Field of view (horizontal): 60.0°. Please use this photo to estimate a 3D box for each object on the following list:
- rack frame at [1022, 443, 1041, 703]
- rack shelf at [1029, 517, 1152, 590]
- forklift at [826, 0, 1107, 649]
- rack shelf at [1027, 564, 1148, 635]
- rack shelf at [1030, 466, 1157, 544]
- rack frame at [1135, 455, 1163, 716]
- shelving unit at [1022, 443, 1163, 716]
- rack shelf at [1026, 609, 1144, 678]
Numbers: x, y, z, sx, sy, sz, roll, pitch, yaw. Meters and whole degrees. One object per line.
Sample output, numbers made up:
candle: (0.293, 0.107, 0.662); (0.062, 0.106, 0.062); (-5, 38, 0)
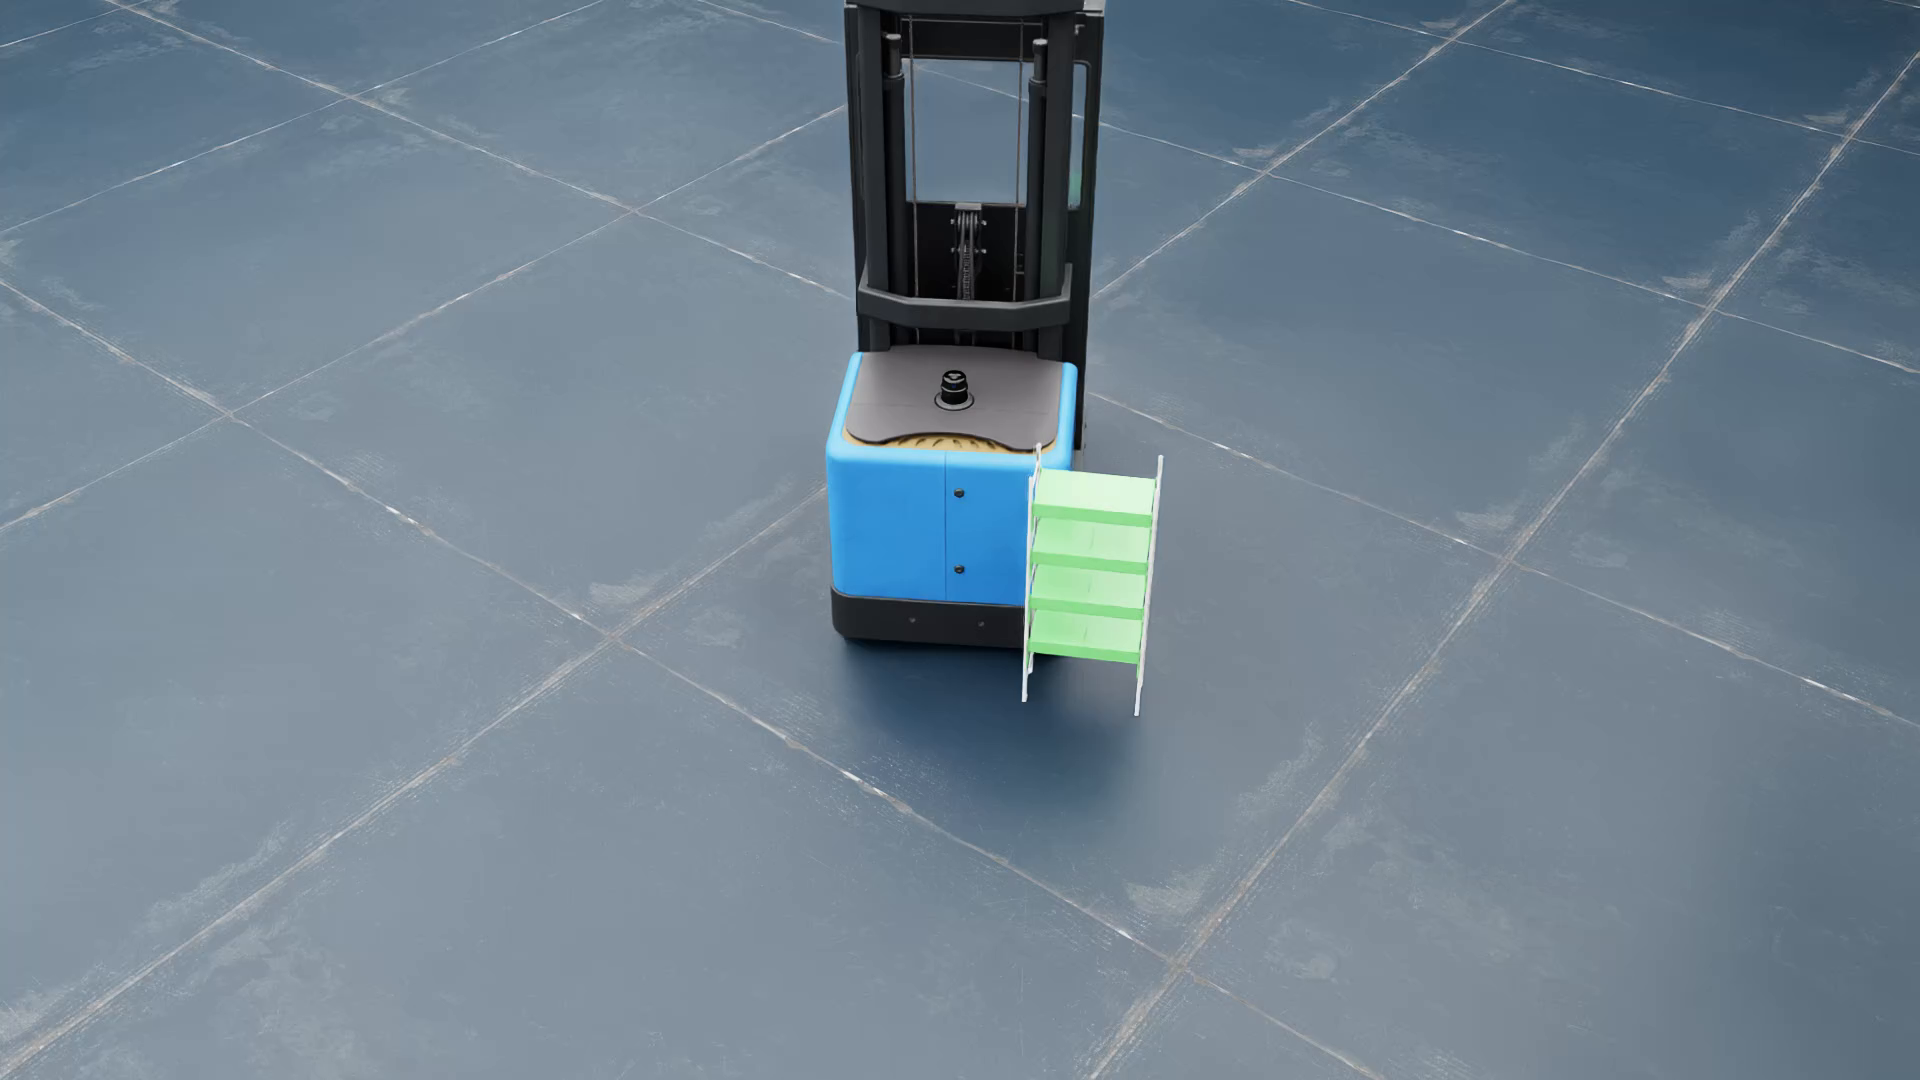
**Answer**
rack frame: (0.297, 0.160, 6.934); (0.015, 1.200, 0.240); (6, 38, 8)
rack shelf: (0.537, 0.046, 6.793); (0.480, 0.148, 0.258); (6, 38, 8)
forklift: (0.083, -1.563, 7.730); (1.130, 2.935, 3.031); (3, 38, 4)
rack shelf: (0.537, 0.235, 6.941); (0.480, 0.148, 0.258); (6, 38, 8)
rack shelf: (0.537, -0.143, 6.645); (0.480, 0.148, 0.258); (6, 38, 8)
rack frame: (0.778, 0.210, 6.870); (0.015, 1.200, 0.240); (6, 38, 8)
shelving unit: (0.537, 0.185, 6.902); (0.503, 1.200, 0.258); (6, 38, 8)
rack shelf: (0.537, 0.424, 7.089); (0.480, 0.148, 0.258); (6, 38, 8)
